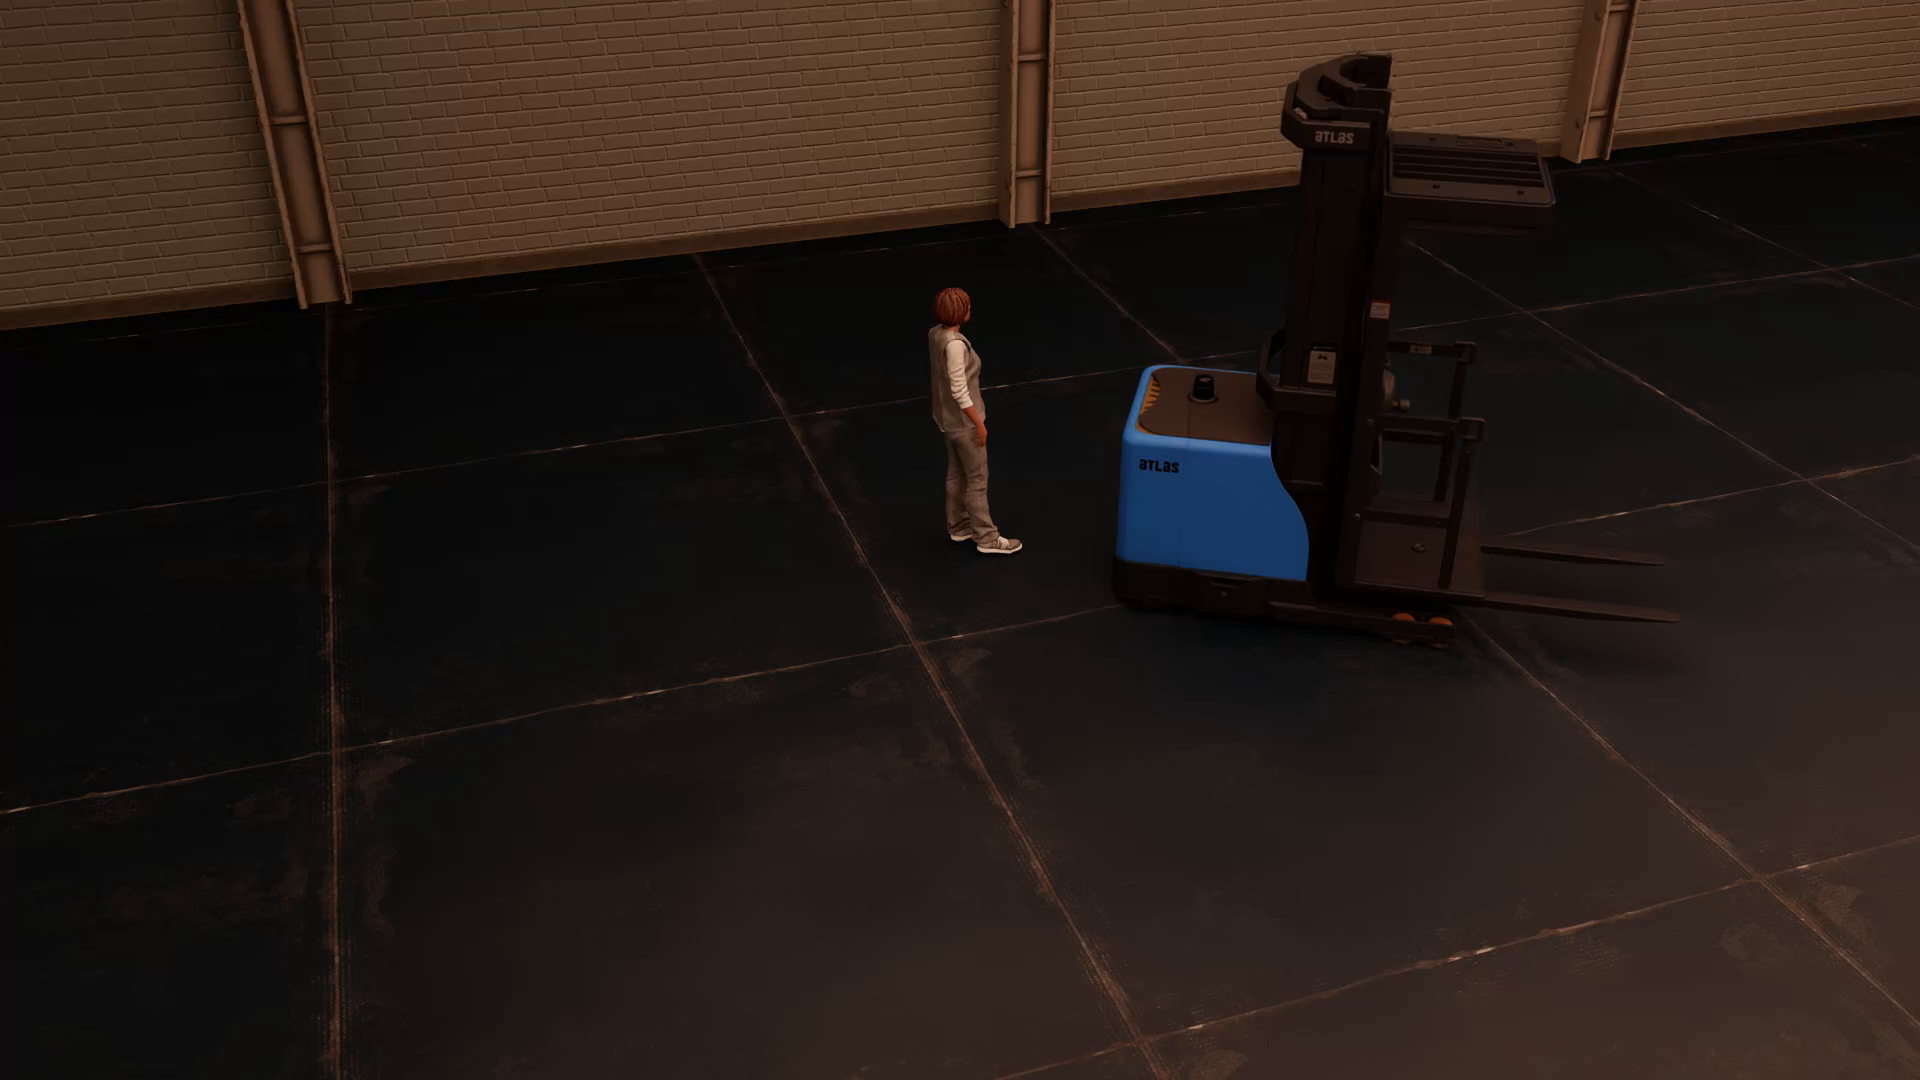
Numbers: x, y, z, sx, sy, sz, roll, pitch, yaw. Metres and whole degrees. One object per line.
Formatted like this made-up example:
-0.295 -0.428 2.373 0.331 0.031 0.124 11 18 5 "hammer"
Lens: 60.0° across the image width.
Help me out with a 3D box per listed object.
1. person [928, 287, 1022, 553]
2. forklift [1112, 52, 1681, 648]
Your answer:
0.075 -0.702 9.633 0.474 1.594 0.519 -10 31 -16 "person"
2.429 -0.975 8.782 3.031 2.935 1.130 6 31 11 "forklift"
